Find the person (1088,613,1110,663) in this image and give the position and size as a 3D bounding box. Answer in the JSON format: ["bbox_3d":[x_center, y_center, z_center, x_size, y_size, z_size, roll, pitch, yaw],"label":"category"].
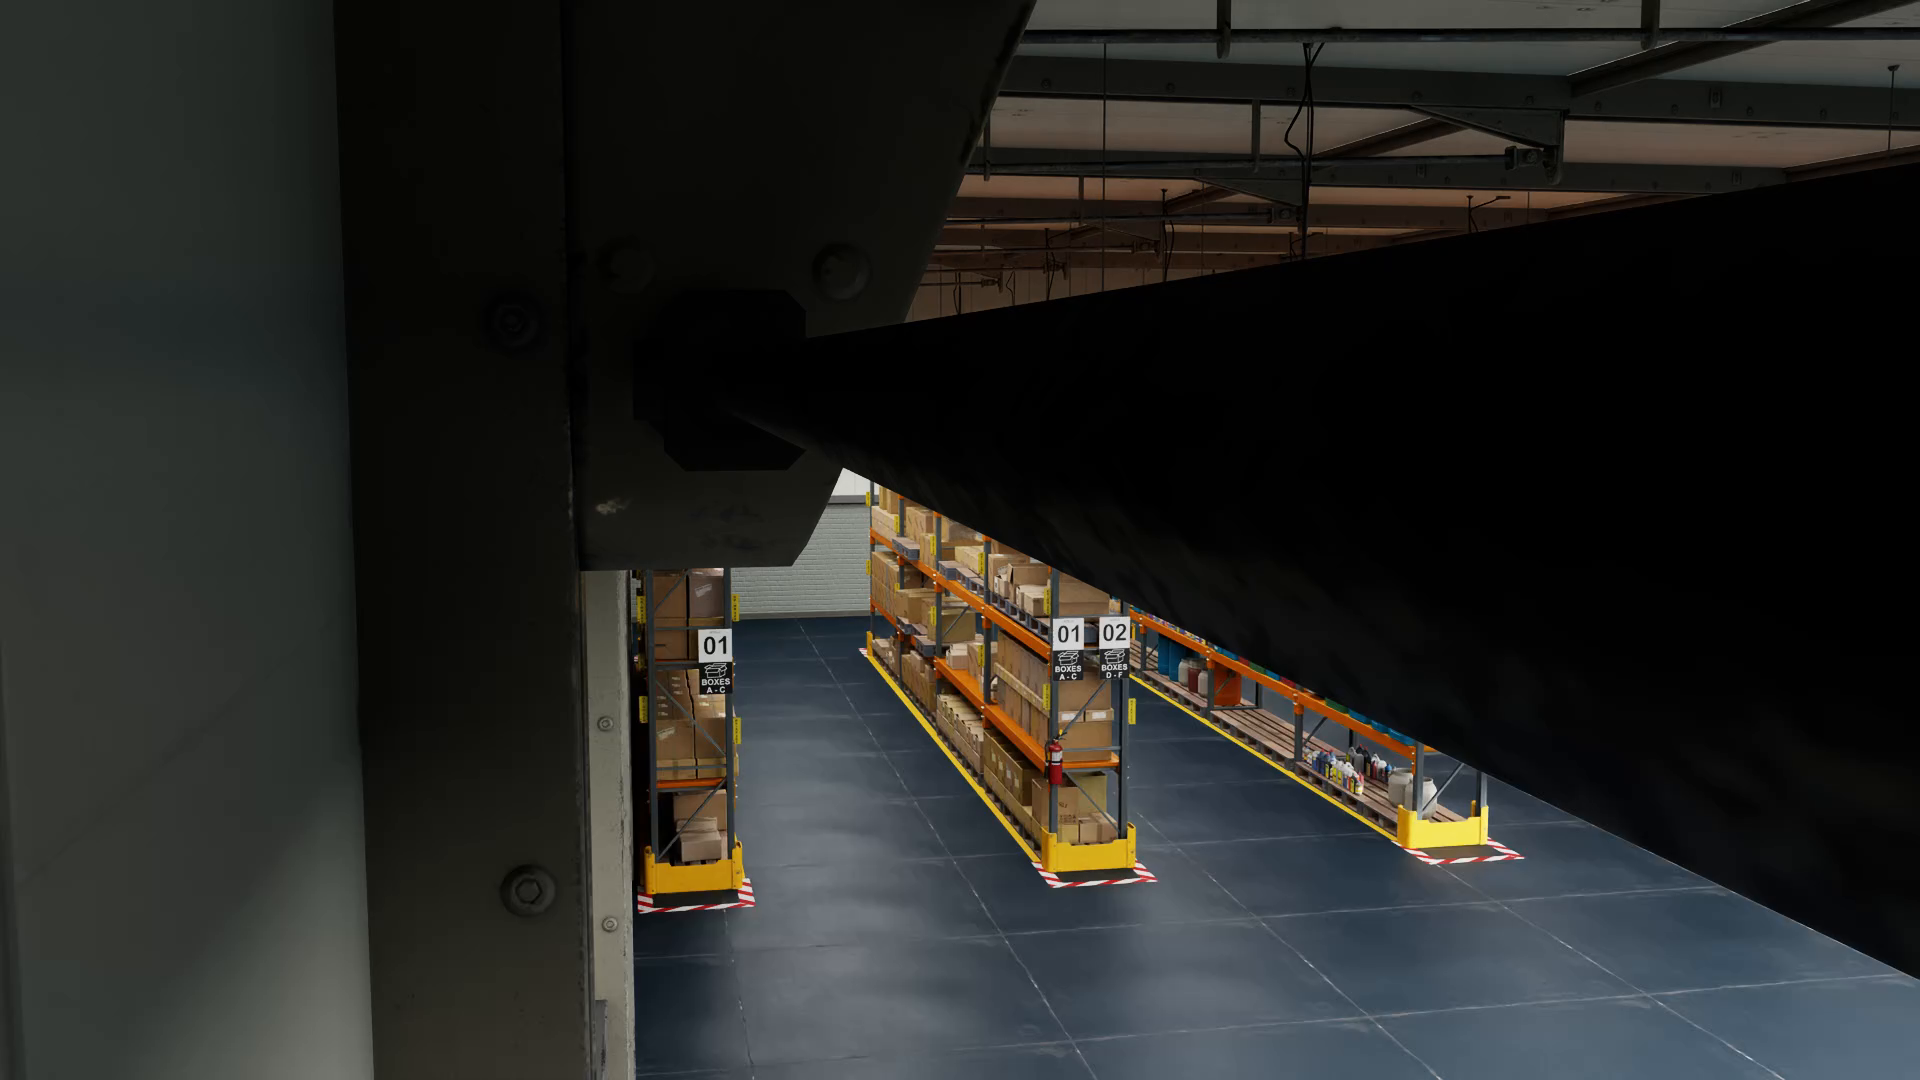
[{"bbox_3d":[2.839,2.003,33.688,0.792,1.715,0.672,4,7,36],"label":"person"}]
